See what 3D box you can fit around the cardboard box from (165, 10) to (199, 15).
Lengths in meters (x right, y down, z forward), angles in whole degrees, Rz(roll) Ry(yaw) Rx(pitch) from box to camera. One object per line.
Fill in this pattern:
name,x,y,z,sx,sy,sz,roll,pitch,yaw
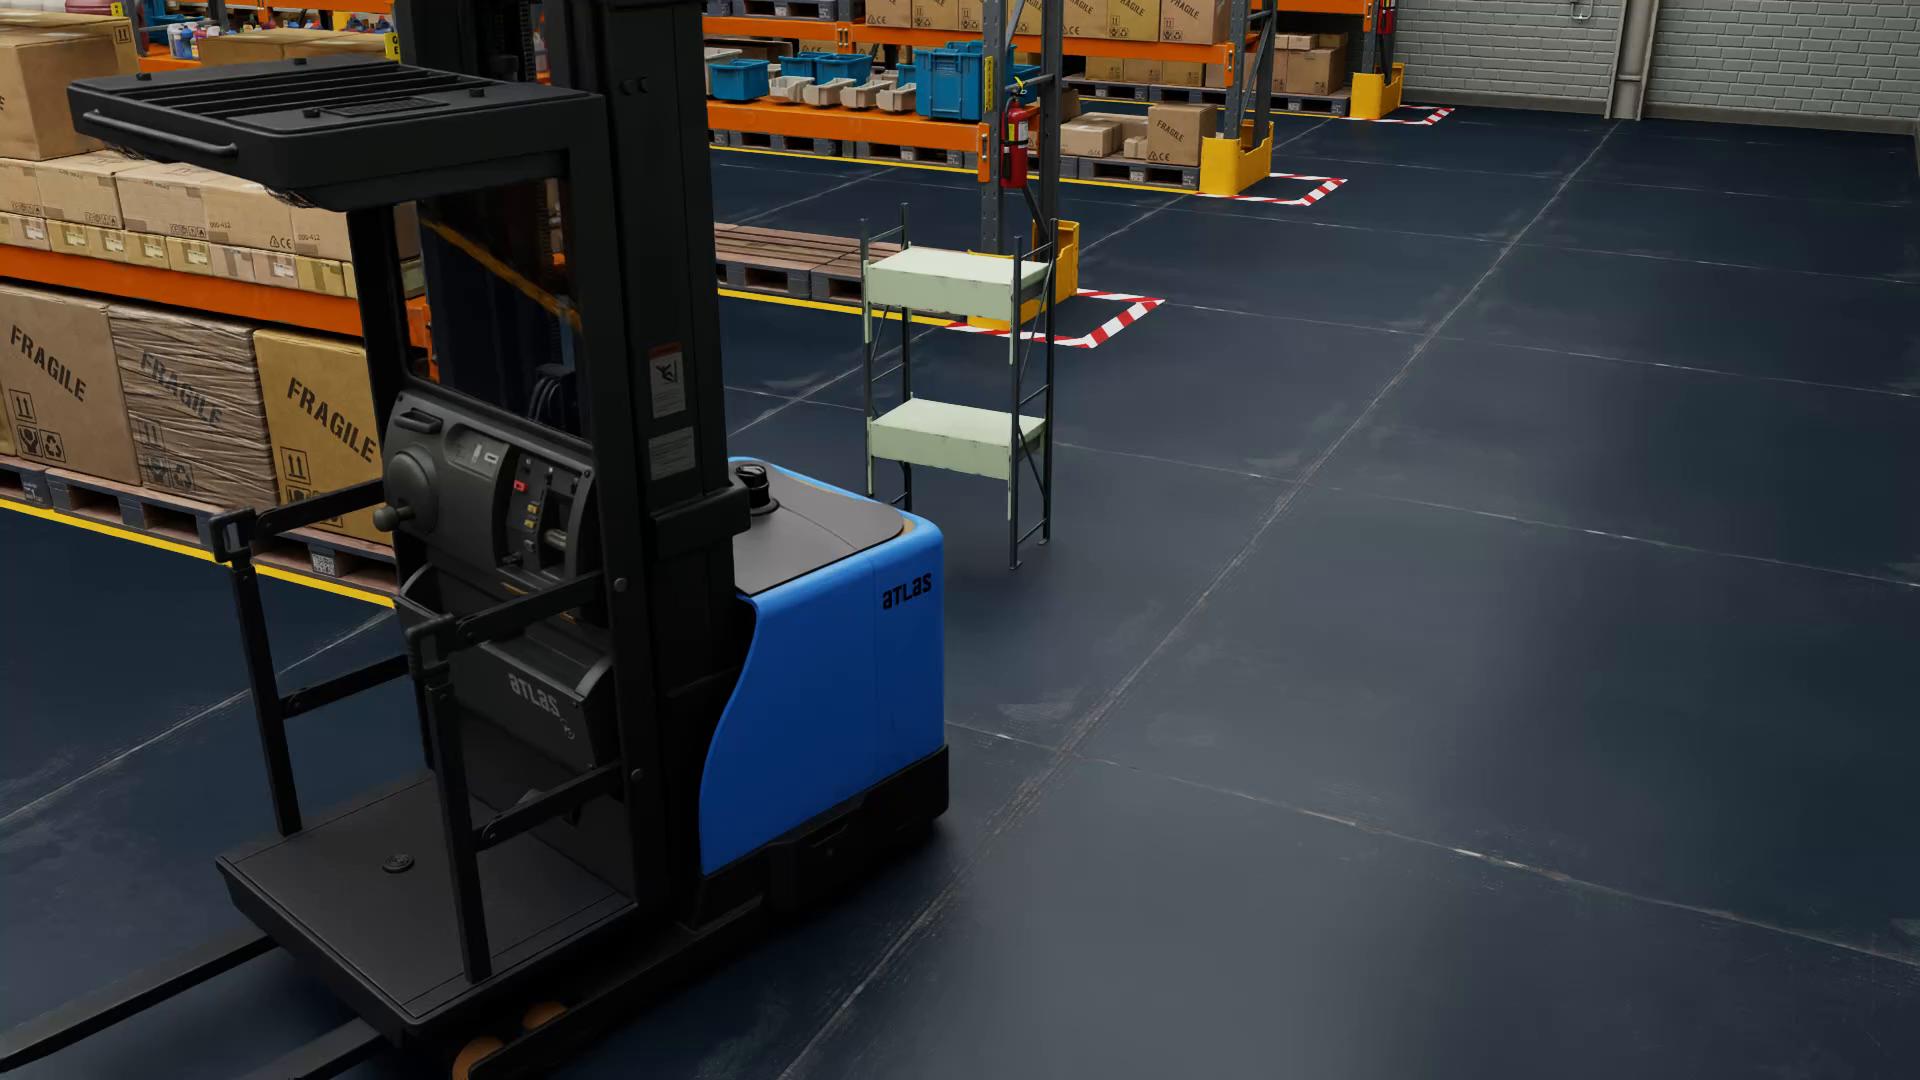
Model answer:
cardboard box,-9.908,-6.376,20.929,0.500,0.500,0.500,11,25,25

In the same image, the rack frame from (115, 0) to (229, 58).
rack frame,-6.722,-4.399,14.262,0.127,3.000,1.000,11,25,25

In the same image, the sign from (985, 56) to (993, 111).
sign,0.183,-2.867,10.450,0.005,0.325,0.100,11,25,25

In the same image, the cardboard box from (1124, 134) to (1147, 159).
cardboard box,1.738,-3.728,15.741,0.250,0.166,0.380,11,25,25

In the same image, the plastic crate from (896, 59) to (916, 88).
plastic crate,-0.242,-3.212,11.608,0.300,0.233,0.416,11,25,25

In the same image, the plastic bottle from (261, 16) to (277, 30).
plastic bottle,-5.963,-4.383,14.372,0.133,0.283,0.061,11,25,25

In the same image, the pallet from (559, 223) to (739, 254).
pallet,-2.479,-2.294,12.874,1.213,0.211,1.003,11,25,25

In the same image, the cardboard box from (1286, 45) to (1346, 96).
cardboard box,4.217,-5.579,19.692,0.500,0.500,0.700,11,25,25

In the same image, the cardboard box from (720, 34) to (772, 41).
cardboard box,-2.918,-7.021,23.058,0.500,0.500,0.700,12,26,25

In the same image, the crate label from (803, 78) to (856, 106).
crate label,-0.904,-3.071,11.398,0.243,0.136,0.396,11,25,25

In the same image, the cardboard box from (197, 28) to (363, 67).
cardboard box,-3.035,-2.027,7.536,0.500,0.500,0.500,10,25,23

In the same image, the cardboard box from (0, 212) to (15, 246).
cardboard box,-4.340,-1.496,7.755,0.250,0.149,0.380,11,25,24

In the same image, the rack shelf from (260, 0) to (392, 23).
rack shelf,-6.269,-6.151,19.300,4.000,0.370,1.077,11,25,25

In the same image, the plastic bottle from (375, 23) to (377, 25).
plastic bottle,-4.865,-4.165,13.861,0.133,0.283,0.061,11,25,25

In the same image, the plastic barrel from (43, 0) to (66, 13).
plastic barrel,-7.737,-4.558,14.492,0.421,0.512,0.421,0,23,0

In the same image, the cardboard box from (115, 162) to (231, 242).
cardboard box,-3.276,-1.497,7.250,0.500,0.250,0.500,10,25,23

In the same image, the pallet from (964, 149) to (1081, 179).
pallet,0.791,-3.803,16.422,1.213,0.211,1.003,11,25,25

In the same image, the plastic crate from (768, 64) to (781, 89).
plastic crate,-1.463,-3.397,12.165,0.466,0.136,0.293,11,25,25

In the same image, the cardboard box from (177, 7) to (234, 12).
cardboard box,-9.666,-6.563,21.369,0.500,0.500,0.500,11,25,25

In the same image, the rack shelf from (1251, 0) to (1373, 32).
rack shelf,3.102,-6.469,20.048,4.000,0.370,1.077,11,25,25

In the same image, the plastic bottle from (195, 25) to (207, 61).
plastic bottle,-6.209,-4.083,13.666,0.133,0.283,0.061,11,25,25

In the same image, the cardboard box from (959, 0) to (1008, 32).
cardboard box,0.322,-5.105,15.793,0.500,0.500,0.500,11,25,24

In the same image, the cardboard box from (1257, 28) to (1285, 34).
cardboard box,3.744,-6.058,19.992,0.250,0.149,0.380,11,26,25

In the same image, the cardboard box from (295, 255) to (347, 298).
cardboard box,-2.517,-1.135,6.906,0.250,0.149,0.380,11,26,25

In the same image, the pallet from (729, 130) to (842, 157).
pallet,-1.657,-4.270,17.520,1.213,0.211,1.003,11,25,25

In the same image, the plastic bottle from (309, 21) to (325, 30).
plastic bottle,-5.155,-3.990,13.362,0.185,0.351,0.144,11,25,25

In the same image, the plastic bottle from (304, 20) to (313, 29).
plastic bottle,-5.520,-4.282,14.149,0.097,0.271,0.097,0,23,0

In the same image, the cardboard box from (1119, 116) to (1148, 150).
cardboard box,1.852,-3.937,16.125,0.500,0.250,0.500,11,25,25

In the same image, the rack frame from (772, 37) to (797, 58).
rack frame,-2.252,-7.860,22.398,0.127,3.000,1.000,11,25,25

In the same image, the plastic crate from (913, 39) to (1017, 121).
plastic crate,0.034,-3.025,10.908,0.499,0.435,0.616,11,25,25

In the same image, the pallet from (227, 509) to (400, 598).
pallet,-2.566,-0.088,7.686,1.213,0.211,1.003,11,25,25

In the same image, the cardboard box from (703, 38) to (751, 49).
cardboard box,-2.576,-5.255,17.948,0.500,0.250,0.500,11,25,24

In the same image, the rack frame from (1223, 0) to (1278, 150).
rack frame,2.656,-4.716,15.007,0.127,3.000,1.000,11,25,25

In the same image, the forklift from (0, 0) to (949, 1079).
forklift,-1.405,-0.115,4.275,1.130,2.935,3.031,20,30,39

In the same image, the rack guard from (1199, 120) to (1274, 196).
rack guard,2.588,-3.579,15.528,0.348,0.500,1.175,11,25,25

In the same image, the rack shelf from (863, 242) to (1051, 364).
rack shelf,-0.006,-1.050,7.307,0.720,0.370,0.431,11,25,25

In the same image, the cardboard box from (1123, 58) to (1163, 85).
cardboard box,2.386,-5.938,20.538,0.500,0.500,0.700,11,25,24

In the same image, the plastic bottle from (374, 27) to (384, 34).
plastic bottle,-4.757,-4.067,13.645,0.097,0.271,0.097,0,23,0

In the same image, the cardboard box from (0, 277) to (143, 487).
cardboard box,-4.031,-0.875,8.154,0.875,0.875,0.875,11,25,25

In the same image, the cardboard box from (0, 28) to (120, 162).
cardboard box,-4.173,-2.023,7.526,0.500,0.500,0.500,10,25,23

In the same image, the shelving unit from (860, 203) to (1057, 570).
shelving unit,-0.006,-0.691,7.459,0.755,1.500,0.431,11,25,25

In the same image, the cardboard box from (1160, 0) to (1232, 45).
cardboard box,2.133,-4.746,14.950,0.500,0.500,0.500,12,26,26

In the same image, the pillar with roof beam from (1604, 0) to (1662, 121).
pillar with roof beam,5.745,-7.529,13.956,0.400,9.000,9.100,11,25,25

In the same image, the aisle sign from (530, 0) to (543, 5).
aisle sign,-1.618,-2.545,6.581,0.004,0.787,0.394,11,25,25

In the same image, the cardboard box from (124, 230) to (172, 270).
cardboard box,-3.428,-1.315,7.330,0.250,0.149,0.380,11,26,25

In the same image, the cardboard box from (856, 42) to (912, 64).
cardboard box,-0.876,-6.731,21.955,0.750,0.750,0.750,11,25,24

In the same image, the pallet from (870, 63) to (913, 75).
pallet,-0.498,-6.195,22.047,1.213,0.211,1.003,11,25,25
